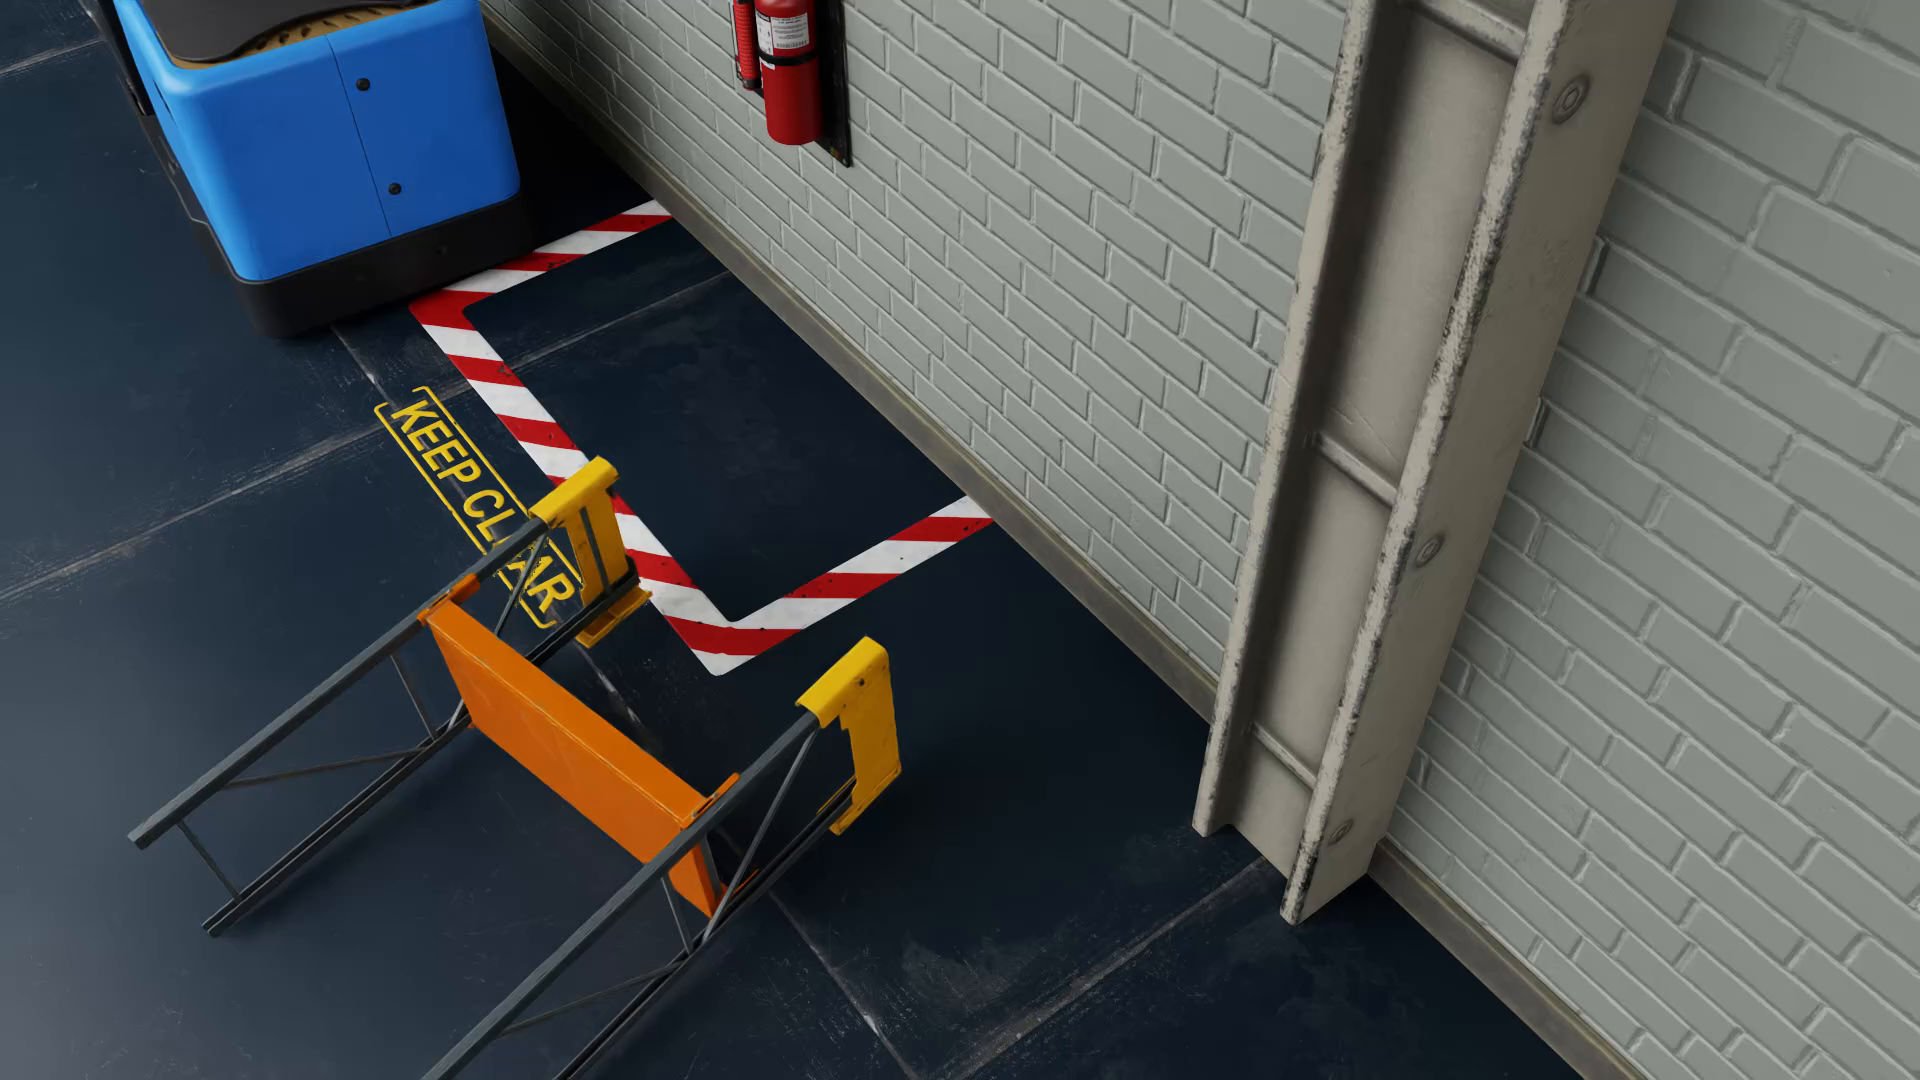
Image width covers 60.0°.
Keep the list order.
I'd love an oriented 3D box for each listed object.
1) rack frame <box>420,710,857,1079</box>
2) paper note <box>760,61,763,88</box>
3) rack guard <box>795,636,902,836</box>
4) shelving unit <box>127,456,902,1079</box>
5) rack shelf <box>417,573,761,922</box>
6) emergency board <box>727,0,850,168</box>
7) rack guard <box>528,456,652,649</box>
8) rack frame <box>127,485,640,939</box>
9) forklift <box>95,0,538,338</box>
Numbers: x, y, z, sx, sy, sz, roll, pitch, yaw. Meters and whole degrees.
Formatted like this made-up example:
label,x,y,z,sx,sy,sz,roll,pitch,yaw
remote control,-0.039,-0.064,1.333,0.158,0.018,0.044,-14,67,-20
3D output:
label,x,y,z,sx,sy,sz,roll,pitch,yaw
rack frame,-0.681,0.894,4.019,0.032,0.500,1.500,32,58,26
paper note,-0.646,-1.498,5.178,0.016,0.148,0.142,-29,54,-24
rack guard,-0.282,0.517,4.317,0.087,0.587,0.250,32,58,26
shelving unit,-1.064,0.657,4.234,1.083,0.587,1.500,32,58,26
rack shelf,-0.956,0.544,4.323,1.000,0.538,0.185,32,58,26
emergency board,-0.594,-1.658,4.729,0.194,1.169,0.643,-29,54,-24
rack guard,-1.046,0.044,4.746,0.087,0.587,0.250,32,58,26
rack frame,-1.461,0.411,4.457,0.032,0.500,1.500,32,58,26
forklift,-2.768,-2.768,5.781,1.130,2.935,3.031,-25,52,-21
